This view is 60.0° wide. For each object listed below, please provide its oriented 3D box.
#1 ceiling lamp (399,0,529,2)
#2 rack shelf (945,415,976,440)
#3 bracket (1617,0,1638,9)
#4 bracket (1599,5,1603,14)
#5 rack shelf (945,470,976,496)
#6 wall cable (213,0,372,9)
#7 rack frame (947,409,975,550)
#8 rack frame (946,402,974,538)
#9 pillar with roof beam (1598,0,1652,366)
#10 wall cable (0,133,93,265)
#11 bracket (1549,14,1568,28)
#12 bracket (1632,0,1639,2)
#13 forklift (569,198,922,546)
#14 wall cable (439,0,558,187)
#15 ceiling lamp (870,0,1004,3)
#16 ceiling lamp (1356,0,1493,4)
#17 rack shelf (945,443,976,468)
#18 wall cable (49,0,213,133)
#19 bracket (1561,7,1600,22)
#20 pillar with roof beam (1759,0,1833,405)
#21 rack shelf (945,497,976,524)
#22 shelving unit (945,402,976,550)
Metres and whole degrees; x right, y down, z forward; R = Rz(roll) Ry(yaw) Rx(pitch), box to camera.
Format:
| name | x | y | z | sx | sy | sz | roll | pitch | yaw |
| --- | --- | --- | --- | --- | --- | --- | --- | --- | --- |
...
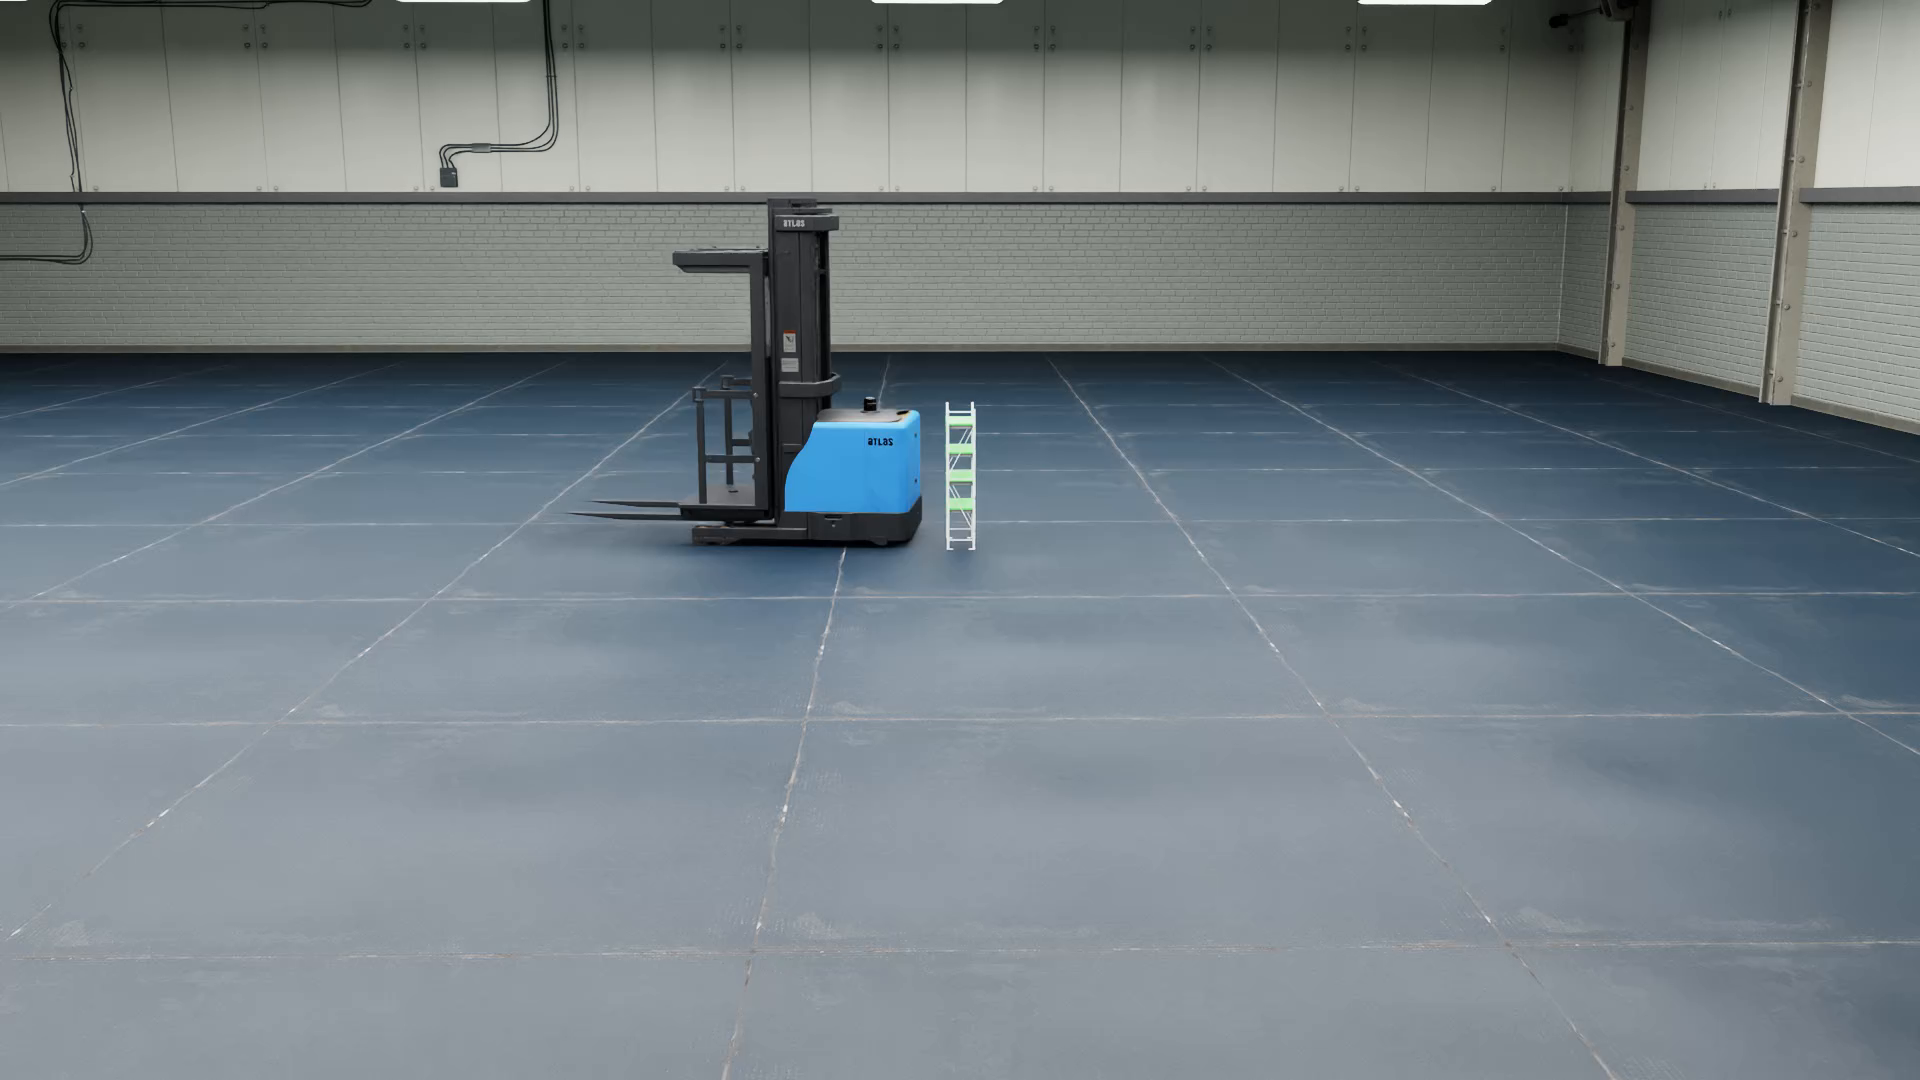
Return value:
| name | x | y | z | sx | sy | sz | roll | pitch | yaw |
| --- | --- | --- | --- | --- | --- | --- | --- | --- | --- |
| ceiling lamp | -7.407 | -9.623 | 24.679 | 2.000 | 3.185 | 0.800 | 0 | 11 | -1 |
| rack shelf | 0.003 | -0.963 | 14.195 | 0.258 | 0.148 | 0.480 | 0 | 11 | -1 |
| bracket | 11.523 | -9.290 | 28.666 | 0.235 | 0.232 | 0.430 | 0 | 11 | -1 |
| bracket | 11.506 | -9.455 | 29.479 | 0.235 | 0.232 | 0.430 | 0 | 11 | -1 |
| rack shelf | 0.003 | -0.492 | 14.290 | 0.258 | 0.148 | 0.480 | 0 | 11 | -1 |
| wall cable | -12.564 | -11.278 | 31.185 | 3.097 | 2.526 | 0.112 | 0 | 11 | -1 |
| rack frame | 0.008 | -0.507 | 14.039 | 0.240 | 1.200 | 0.015 | 0 | 11 | -1 |
| rack frame | -0.002 | -0.604 | 14.517 | 0.240 | 1.200 | 0.015 | 0 | 11 | -1 |
| pillar with roof beam | 7.565 | -7.592 | 29.350 | 9.100 | 9.000 | 0.548 | 0 | 11 | -1 |
| wall cable | -18.363 | -6.550 | 32.022 | 3.097 | 2.526 | 0.112 | 0 | 11 | -1 |
| bracket | 11.457 | -9.926 | 31.801 | 0.235 | 0.232 | 0.430 | 0 | 11 | -1 |
| bracket | 11.576 | -8.778 | 26.141 | 0.076 | 0.066 | 4.783 | 0 | 11 | -1 |
| forklift | -1.895 | -1.490 | 14.531 | 3.031 | 2.935 | 1.130 | 1 | 12 | 6 |
| wall cable | -8.871 | -9.774 | 31.551 | 2.305 | 6.003 | 0.169 | 0 | 11 | -1 |
| ceiling lamp | -0.349 | -9.652 | 24.822 | 2.000 | 3.185 | 0.800 | 0 | 11 | -1 |
| ceiling lamp | 6.990 | -9.682 | 24.970 | 2.000 | 3.185 | 0.800 | 0 | 11 | -1 |
| rack shelf | 0.003 | -0.728 | 14.243 | 0.258 | 0.148 | 0.480 | 0 | 11 | -1 |
| wall cable | -15.658 | -9.036 | 31.574 | 3.097 | 2.526 | 0.112 | 0 | 11 | -1 |
| bracket | 11.469 | -9.809 | 31.222 | 0.076 | 0.066 | 3.189 | 0 | 11 | -1 |
| pillar with roof beam | 7.689 | -6.400 | 23.471 | 9.100 | 9.000 | 0.400 | 0 | 11 | -1 |
| rack shelf | 0.003 | -0.257 | 14.338 | 0.258 | 0.148 | 0.480 | 0 | 11 | -1 |
| shelving unit | 0.003 | -0.555 | 14.278 | 0.258 | 1.200 | 0.503 | 0 | 11 | -1 |
